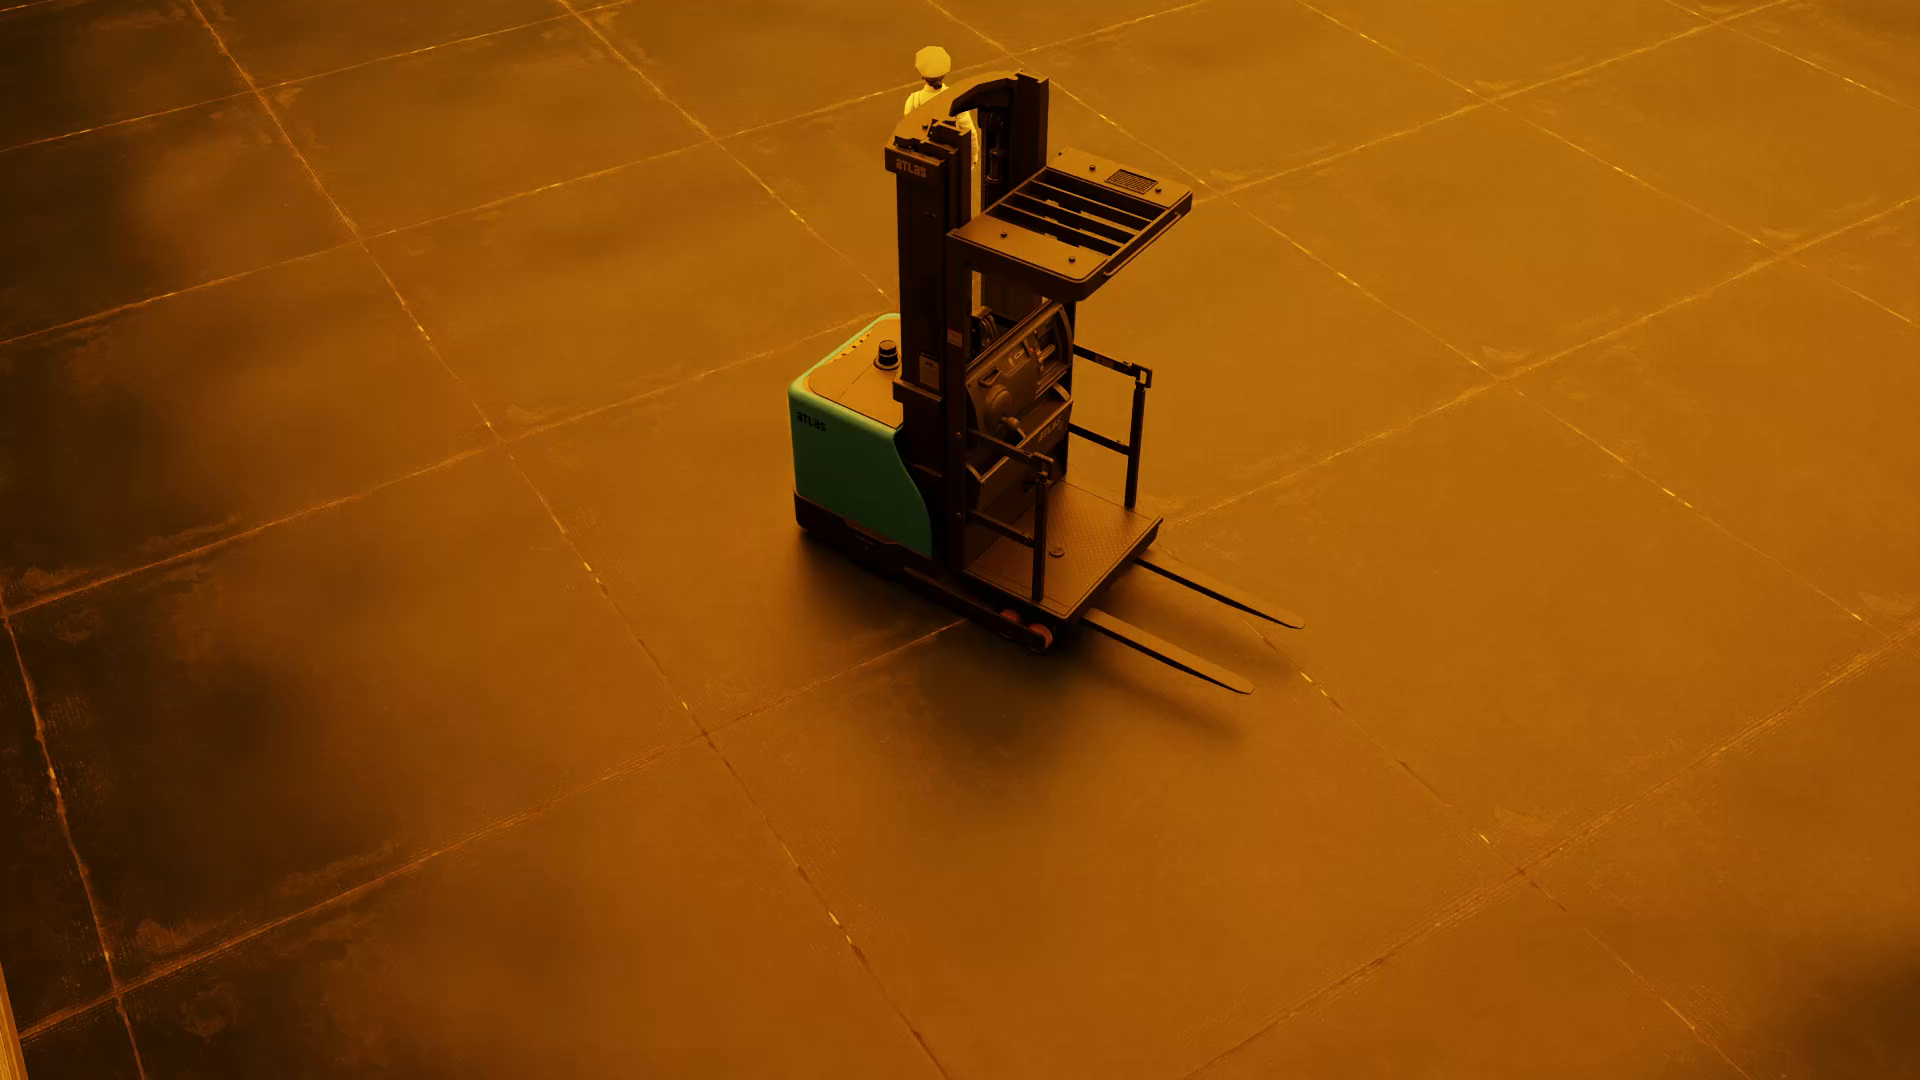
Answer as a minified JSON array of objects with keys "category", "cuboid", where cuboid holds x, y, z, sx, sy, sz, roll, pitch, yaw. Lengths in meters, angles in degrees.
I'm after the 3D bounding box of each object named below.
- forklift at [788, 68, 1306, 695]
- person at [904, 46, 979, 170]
[{"category":"forklift","cuboid":[0.496,-0.872,8.869,3.031,2.935,1.130,25,47,26]},{"category":"person","cuboid":[-0.151,-2.782,11.983,0.587,1.695,0.532,-1,41,-1]}]
